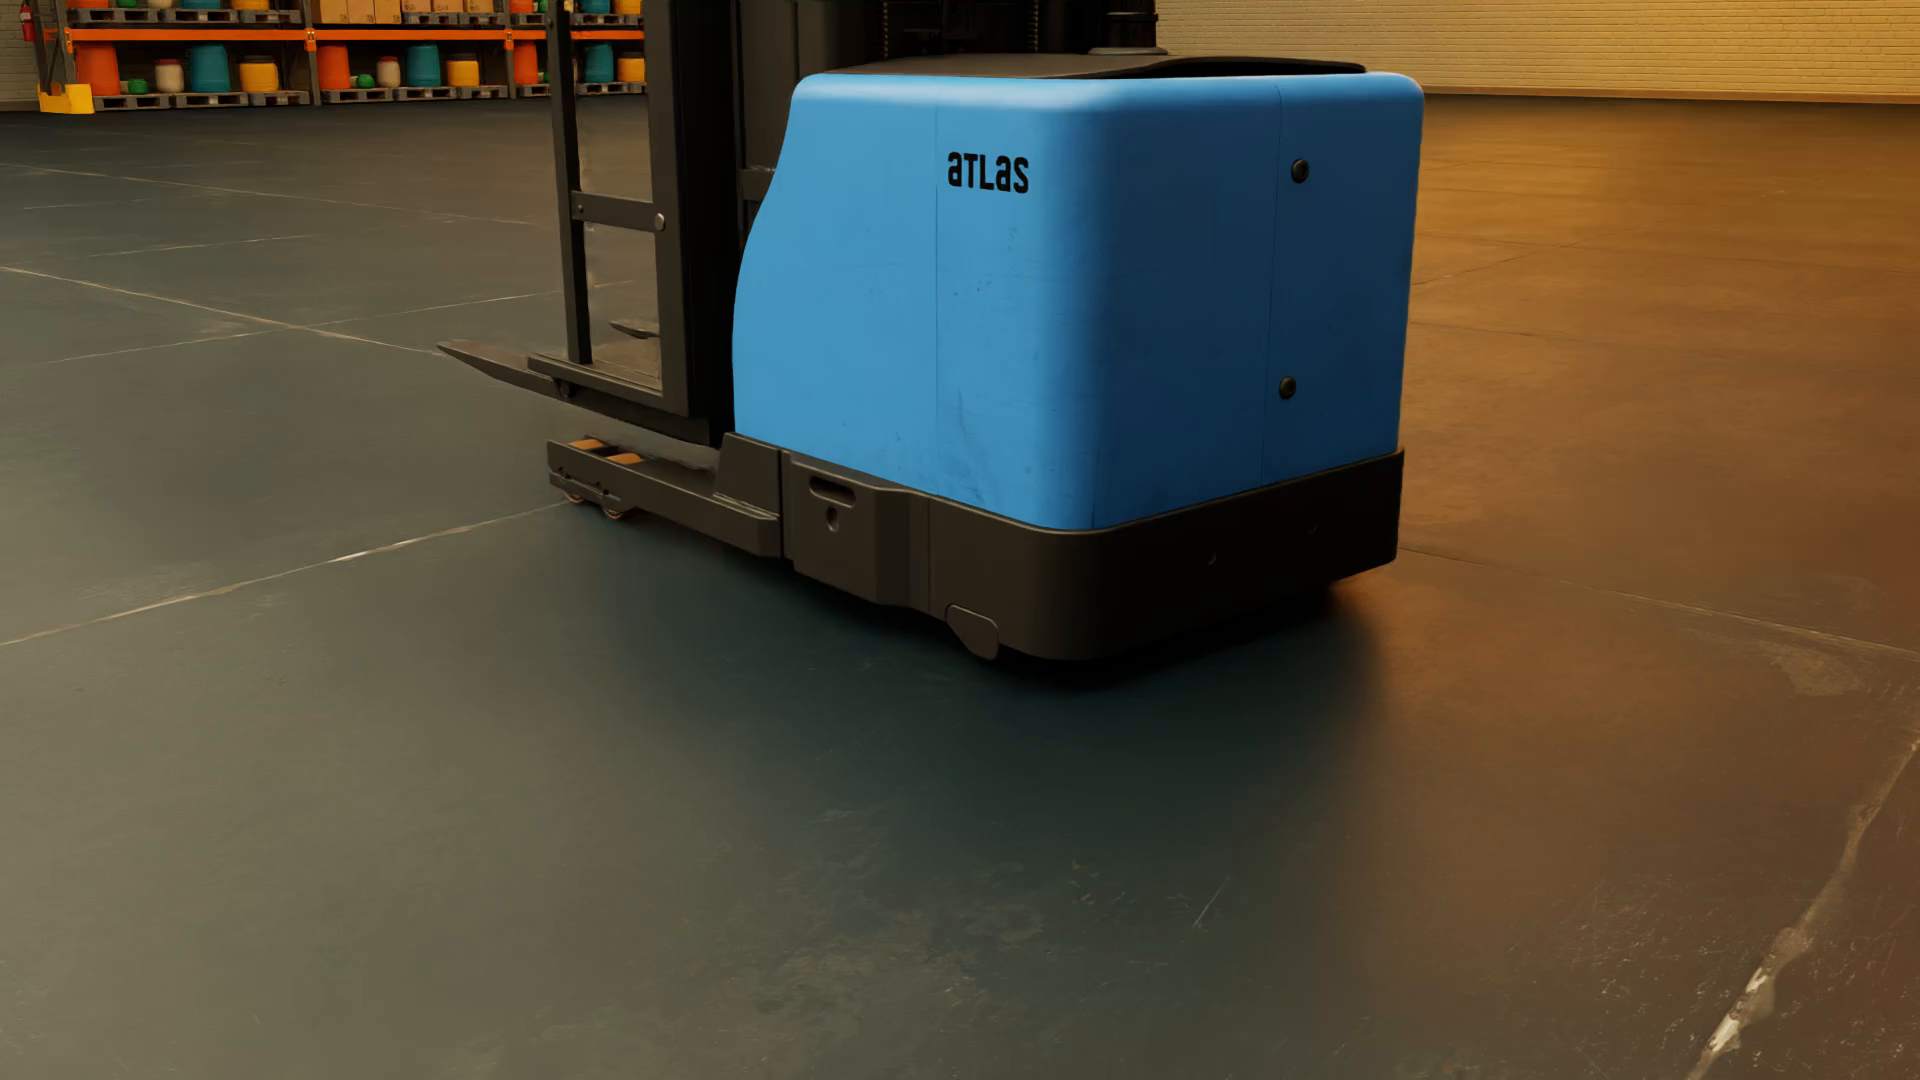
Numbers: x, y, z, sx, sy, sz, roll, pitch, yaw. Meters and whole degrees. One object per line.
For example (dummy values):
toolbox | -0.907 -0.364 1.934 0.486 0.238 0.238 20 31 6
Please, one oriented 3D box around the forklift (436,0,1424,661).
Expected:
forklift | -0.402 -1.536 3.956 1.130 2.935 3.031 -14 22 -39
